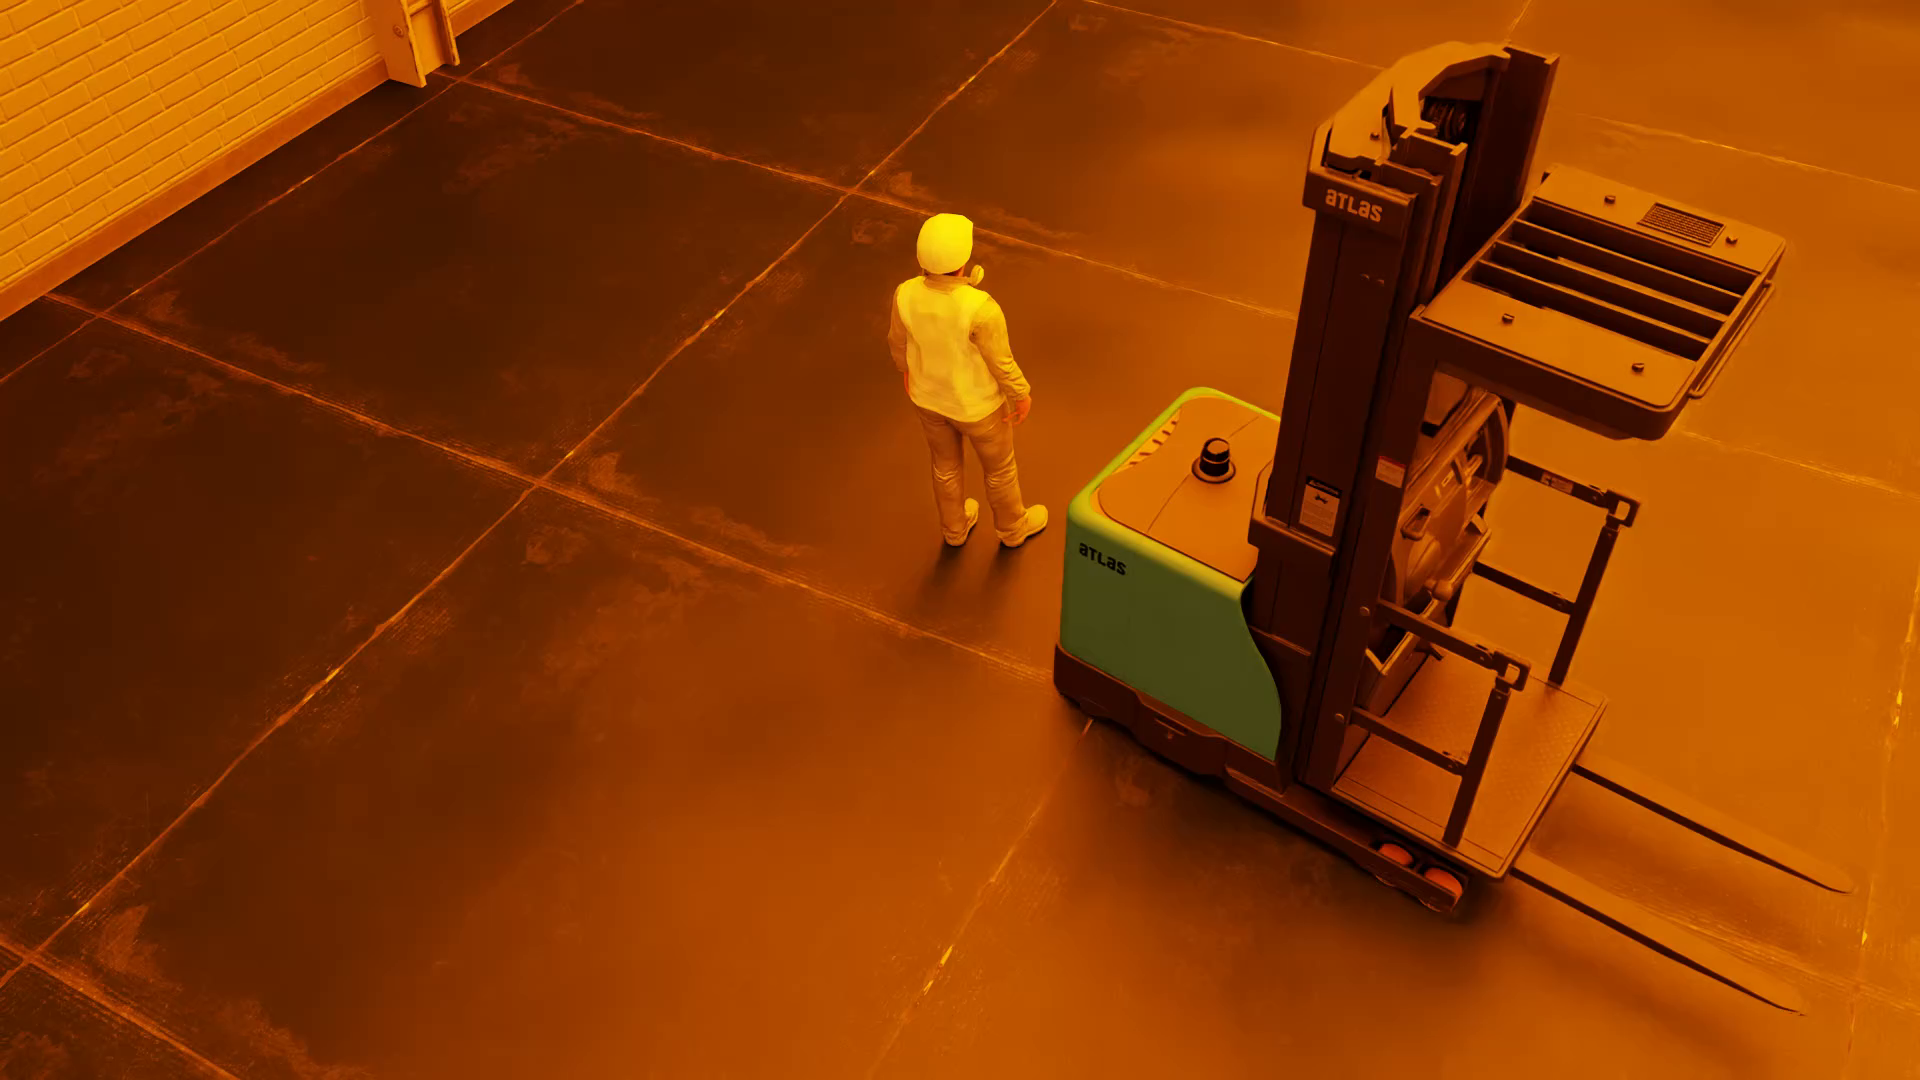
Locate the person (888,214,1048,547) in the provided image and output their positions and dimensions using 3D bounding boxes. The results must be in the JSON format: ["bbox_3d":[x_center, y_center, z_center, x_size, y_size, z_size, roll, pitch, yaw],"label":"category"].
[{"bbox_3d":[0.036,-0.687,7.216,0.634,1.775,0.566,20,47,20],"label":"person"}]

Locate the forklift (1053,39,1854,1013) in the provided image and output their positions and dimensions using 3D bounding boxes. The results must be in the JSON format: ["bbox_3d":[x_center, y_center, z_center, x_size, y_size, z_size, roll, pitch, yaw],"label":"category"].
[{"bbox_3d":[1.881,-0.079,5.738,3.031,2.935,1.130,27,50,26],"label":"forklift"}]
